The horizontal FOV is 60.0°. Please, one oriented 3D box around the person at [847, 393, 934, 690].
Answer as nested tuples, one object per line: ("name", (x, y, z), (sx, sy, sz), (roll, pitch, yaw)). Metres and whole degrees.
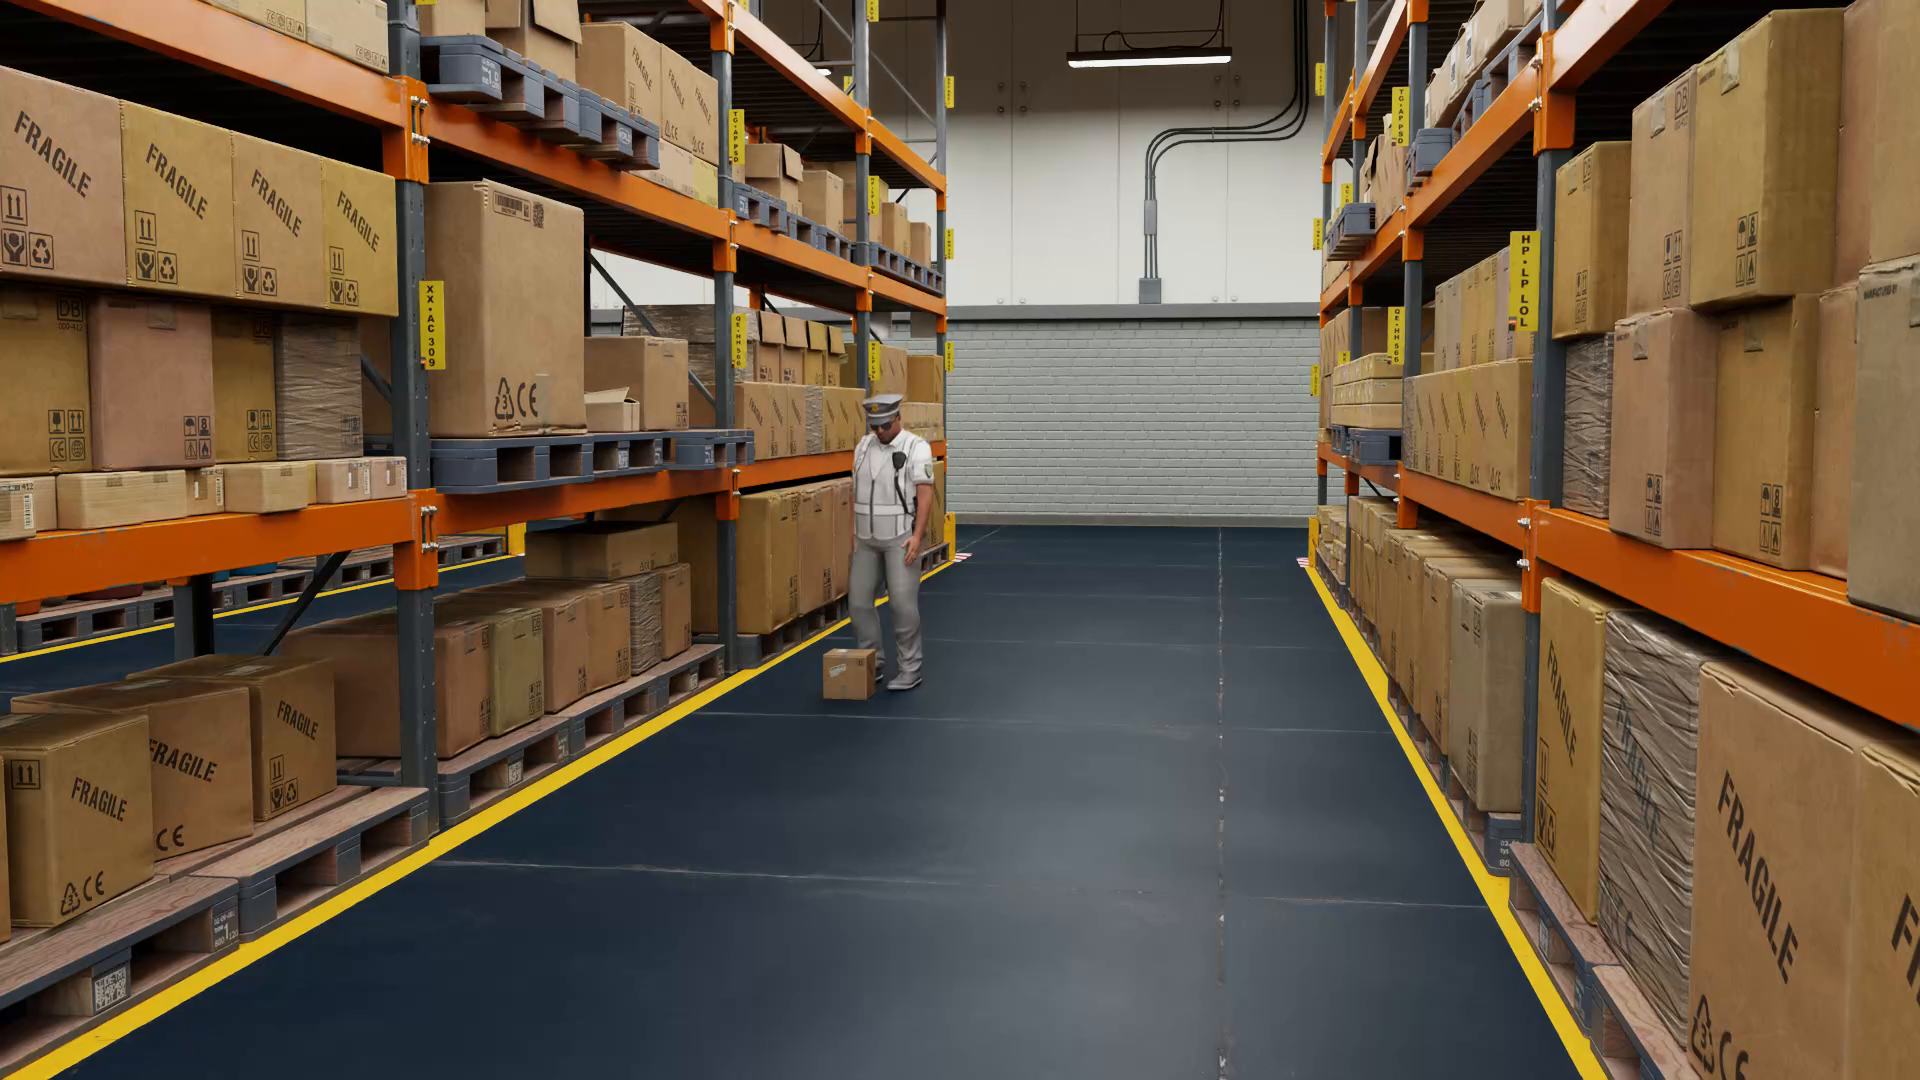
("person", (-0.407, 0.005, 9.768), (0.544, 1.726, 0.424), (2, 5, 28))
